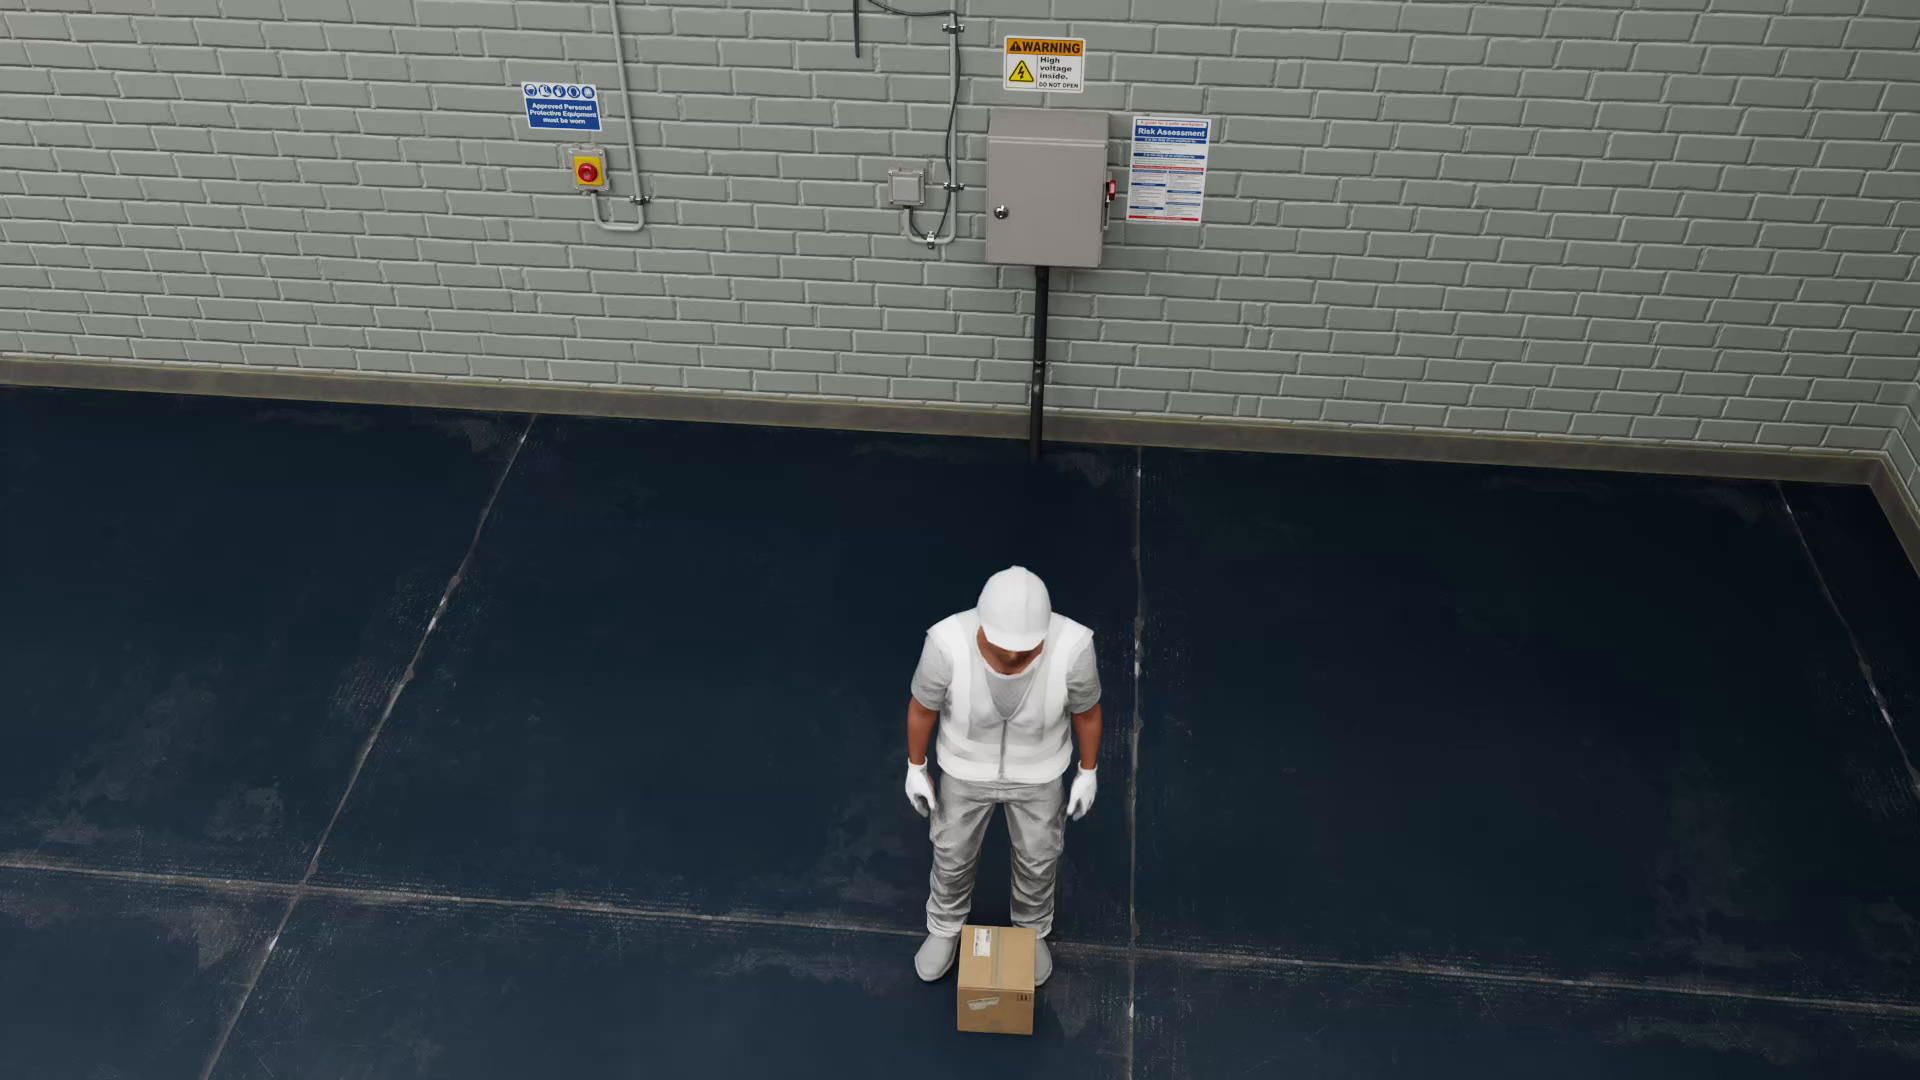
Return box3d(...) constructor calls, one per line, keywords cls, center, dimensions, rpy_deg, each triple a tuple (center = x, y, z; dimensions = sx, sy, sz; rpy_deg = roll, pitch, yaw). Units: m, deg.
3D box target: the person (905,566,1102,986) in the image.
box3d(cls="person", center=(0.133, 0.740, 5.257), dimensions=(0.615, 1.772, 0.452), rpy_deg=(2, 40, 2))
